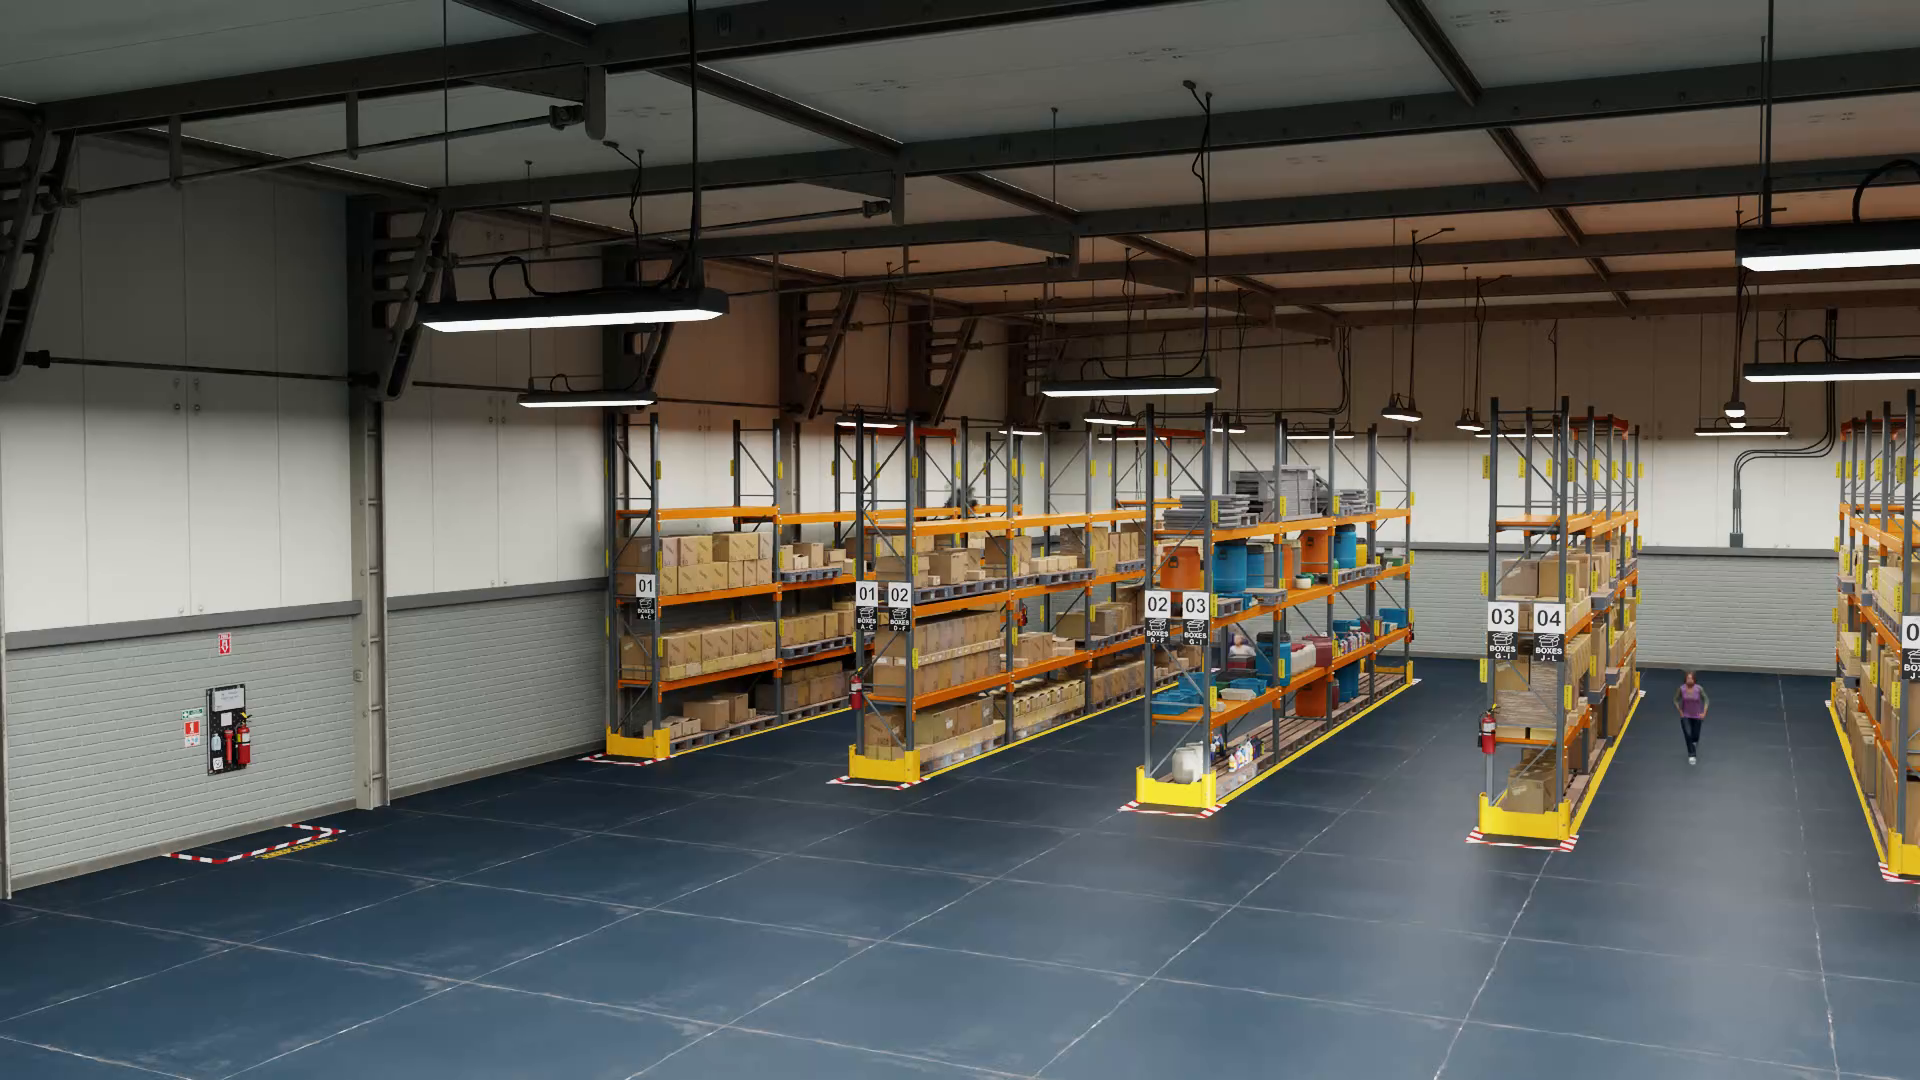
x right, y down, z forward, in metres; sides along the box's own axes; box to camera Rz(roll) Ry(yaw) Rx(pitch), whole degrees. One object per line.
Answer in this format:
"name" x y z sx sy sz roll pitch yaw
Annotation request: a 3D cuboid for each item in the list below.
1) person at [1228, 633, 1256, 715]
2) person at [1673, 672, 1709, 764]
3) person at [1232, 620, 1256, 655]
"person" 5.716 2.743 34.063 0.588 1.681 0.671 1 3 26
"person" 12.547 3.040 28.557 0.564 1.562 0.626 1 3 22
"person" 7.070 2.501 41.764 0.946 1.489 0.674 2 3 37
